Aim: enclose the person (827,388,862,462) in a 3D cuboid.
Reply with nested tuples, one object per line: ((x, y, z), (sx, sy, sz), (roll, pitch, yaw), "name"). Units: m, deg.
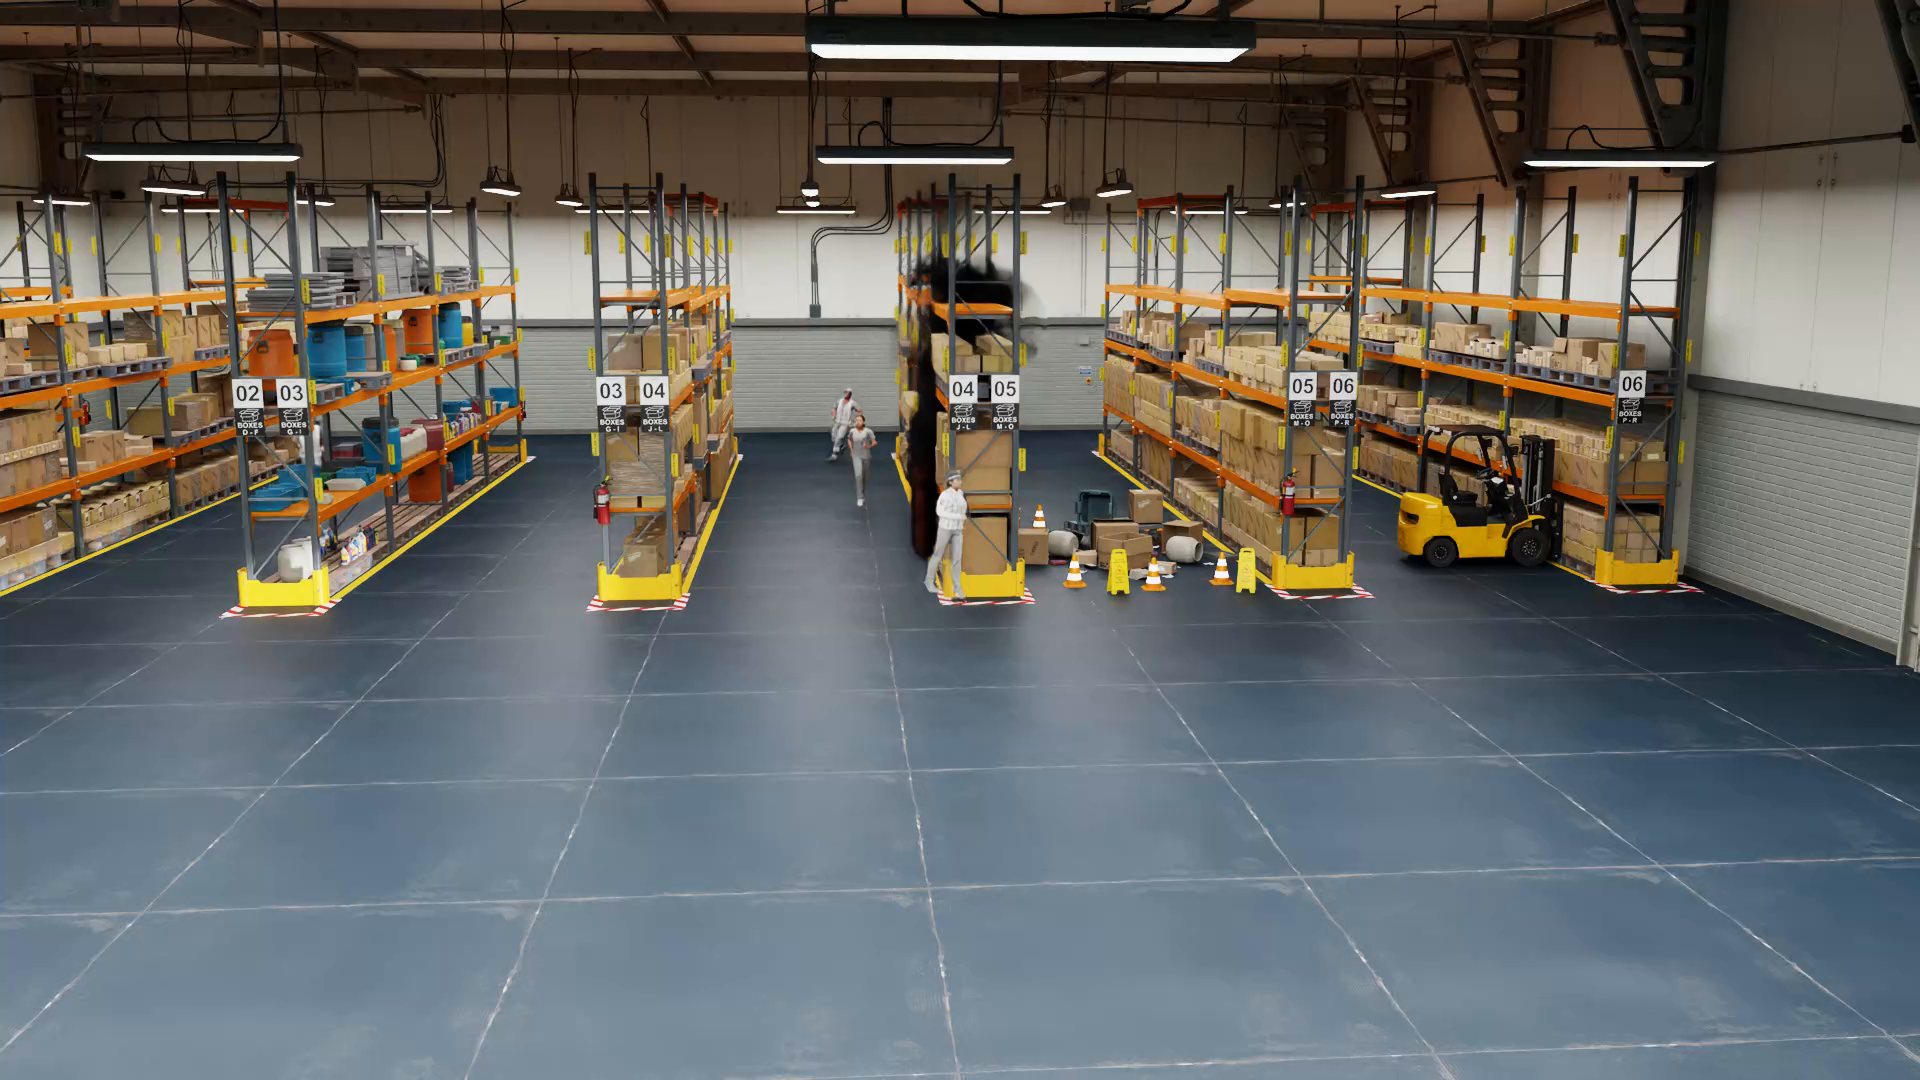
((-2.743, -2.703, 39.070), (0.730, 1.720, 0.844), (5, 11, 28), "person")

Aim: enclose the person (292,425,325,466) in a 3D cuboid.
((-12.742, -1.590, 32.609), (0.619, 1.832, 0.862), (-3, 10, -15), "person")

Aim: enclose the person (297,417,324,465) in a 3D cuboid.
((-13.179, -1.810, 33.858), (0.654, 1.712, 0.966), (-2, 10, -13), "person")

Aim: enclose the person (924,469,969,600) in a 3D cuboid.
((-0.125, -0.097, 22.762), (0.713, 1.760, 0.623), (9, 14, 42), "person")

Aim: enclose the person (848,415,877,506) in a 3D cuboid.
((-1.823, -1.504, 31.014), (0.557, 1.686, 0.863), (0, 10, -1), "person")
